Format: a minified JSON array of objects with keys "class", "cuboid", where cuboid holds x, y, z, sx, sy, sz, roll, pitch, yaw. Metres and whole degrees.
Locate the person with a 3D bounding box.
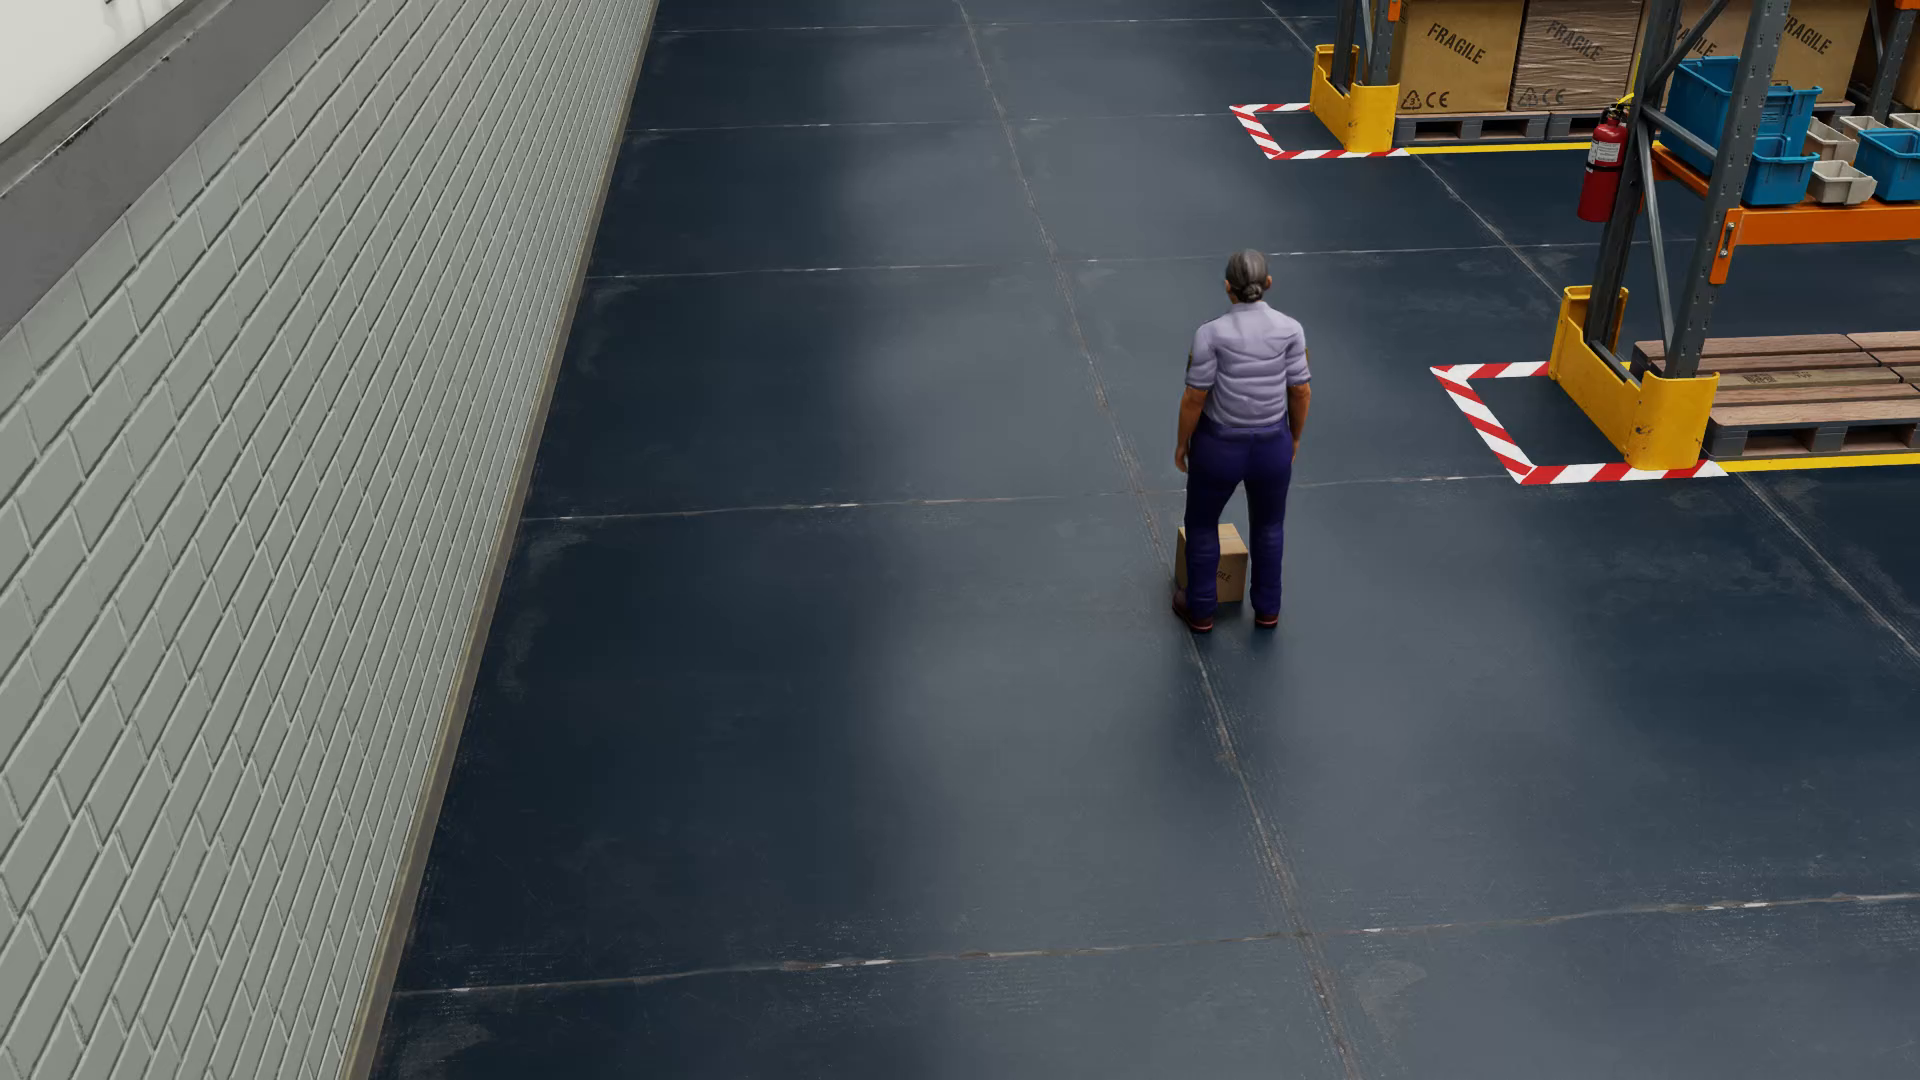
[{"class":"person","cuboid":[1.142,-0.373,6.753,0.540,1.652,0.369,-3,31,-4]}]
